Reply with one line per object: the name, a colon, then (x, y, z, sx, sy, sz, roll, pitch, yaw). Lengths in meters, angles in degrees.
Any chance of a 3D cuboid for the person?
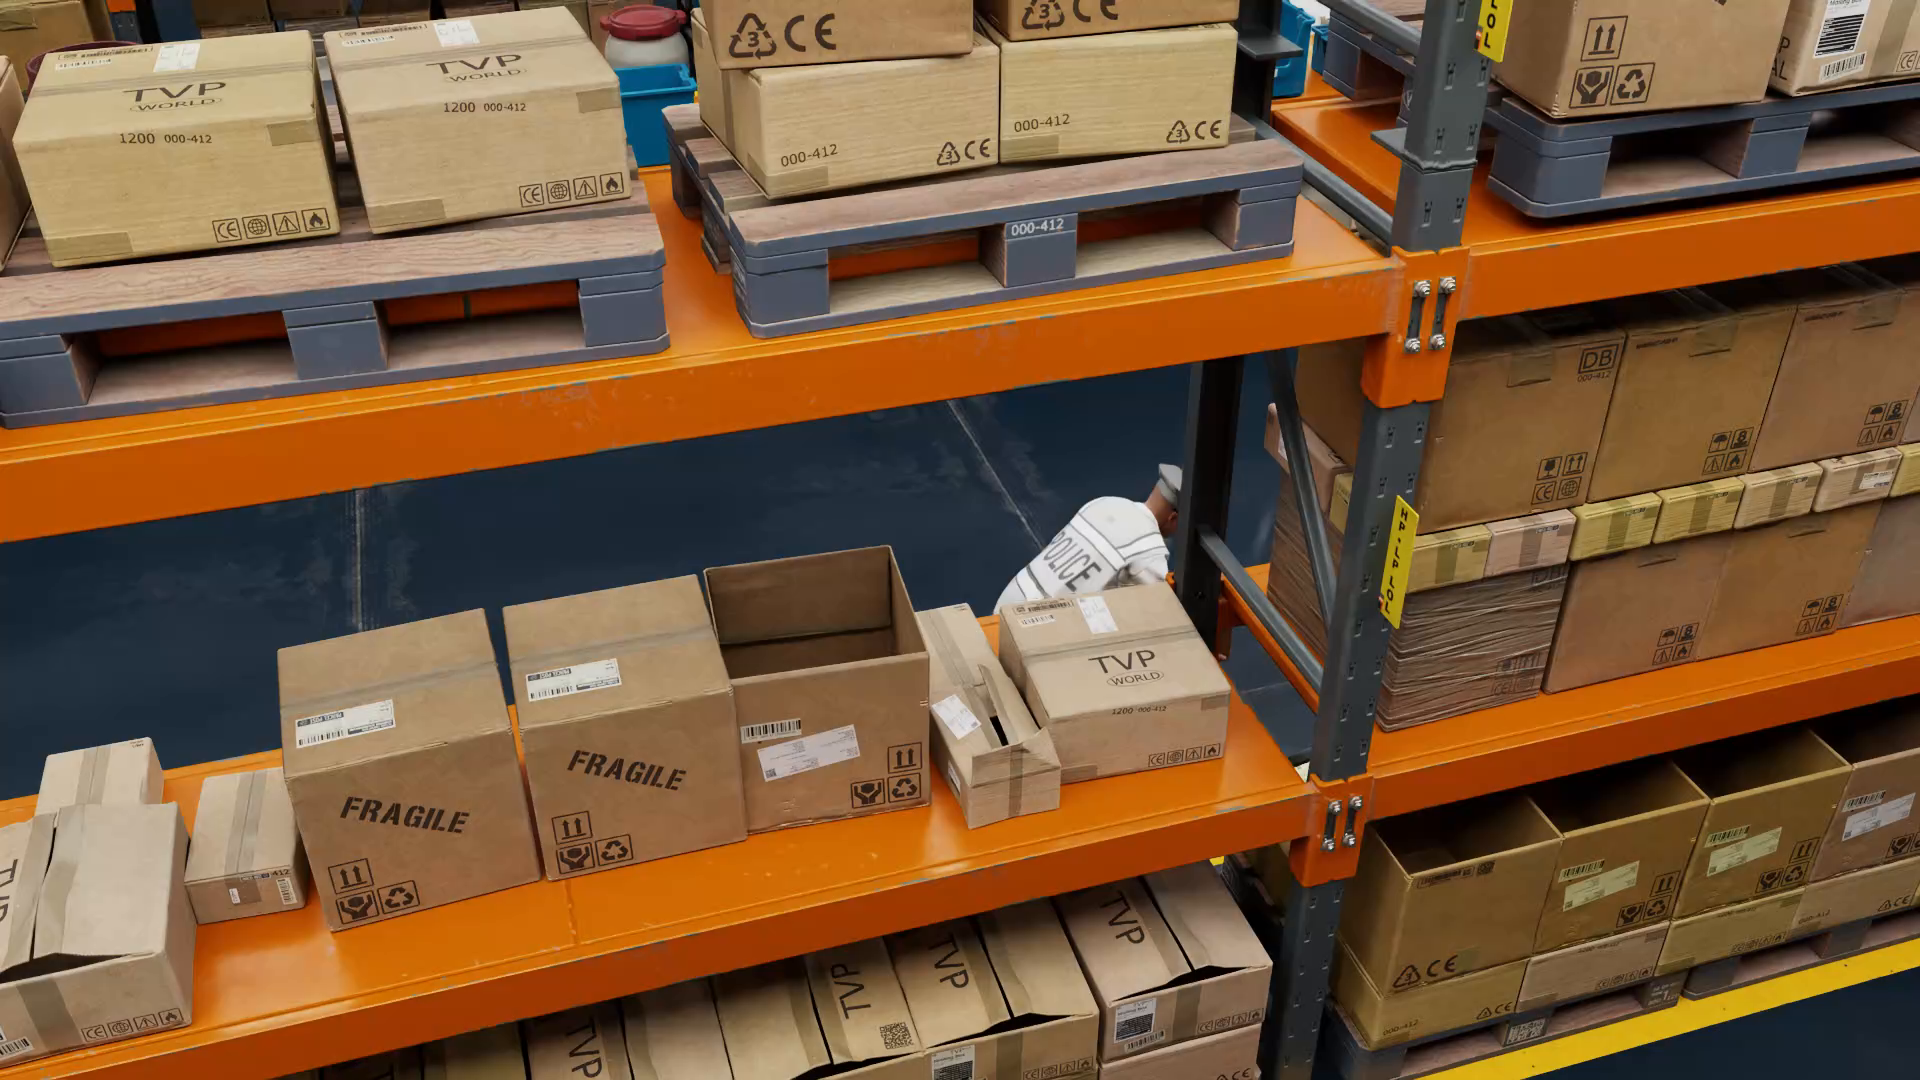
person: (0.584, 0.233, 6.458, 0.904, 1.024, 0.542, -9, 35, -13)
